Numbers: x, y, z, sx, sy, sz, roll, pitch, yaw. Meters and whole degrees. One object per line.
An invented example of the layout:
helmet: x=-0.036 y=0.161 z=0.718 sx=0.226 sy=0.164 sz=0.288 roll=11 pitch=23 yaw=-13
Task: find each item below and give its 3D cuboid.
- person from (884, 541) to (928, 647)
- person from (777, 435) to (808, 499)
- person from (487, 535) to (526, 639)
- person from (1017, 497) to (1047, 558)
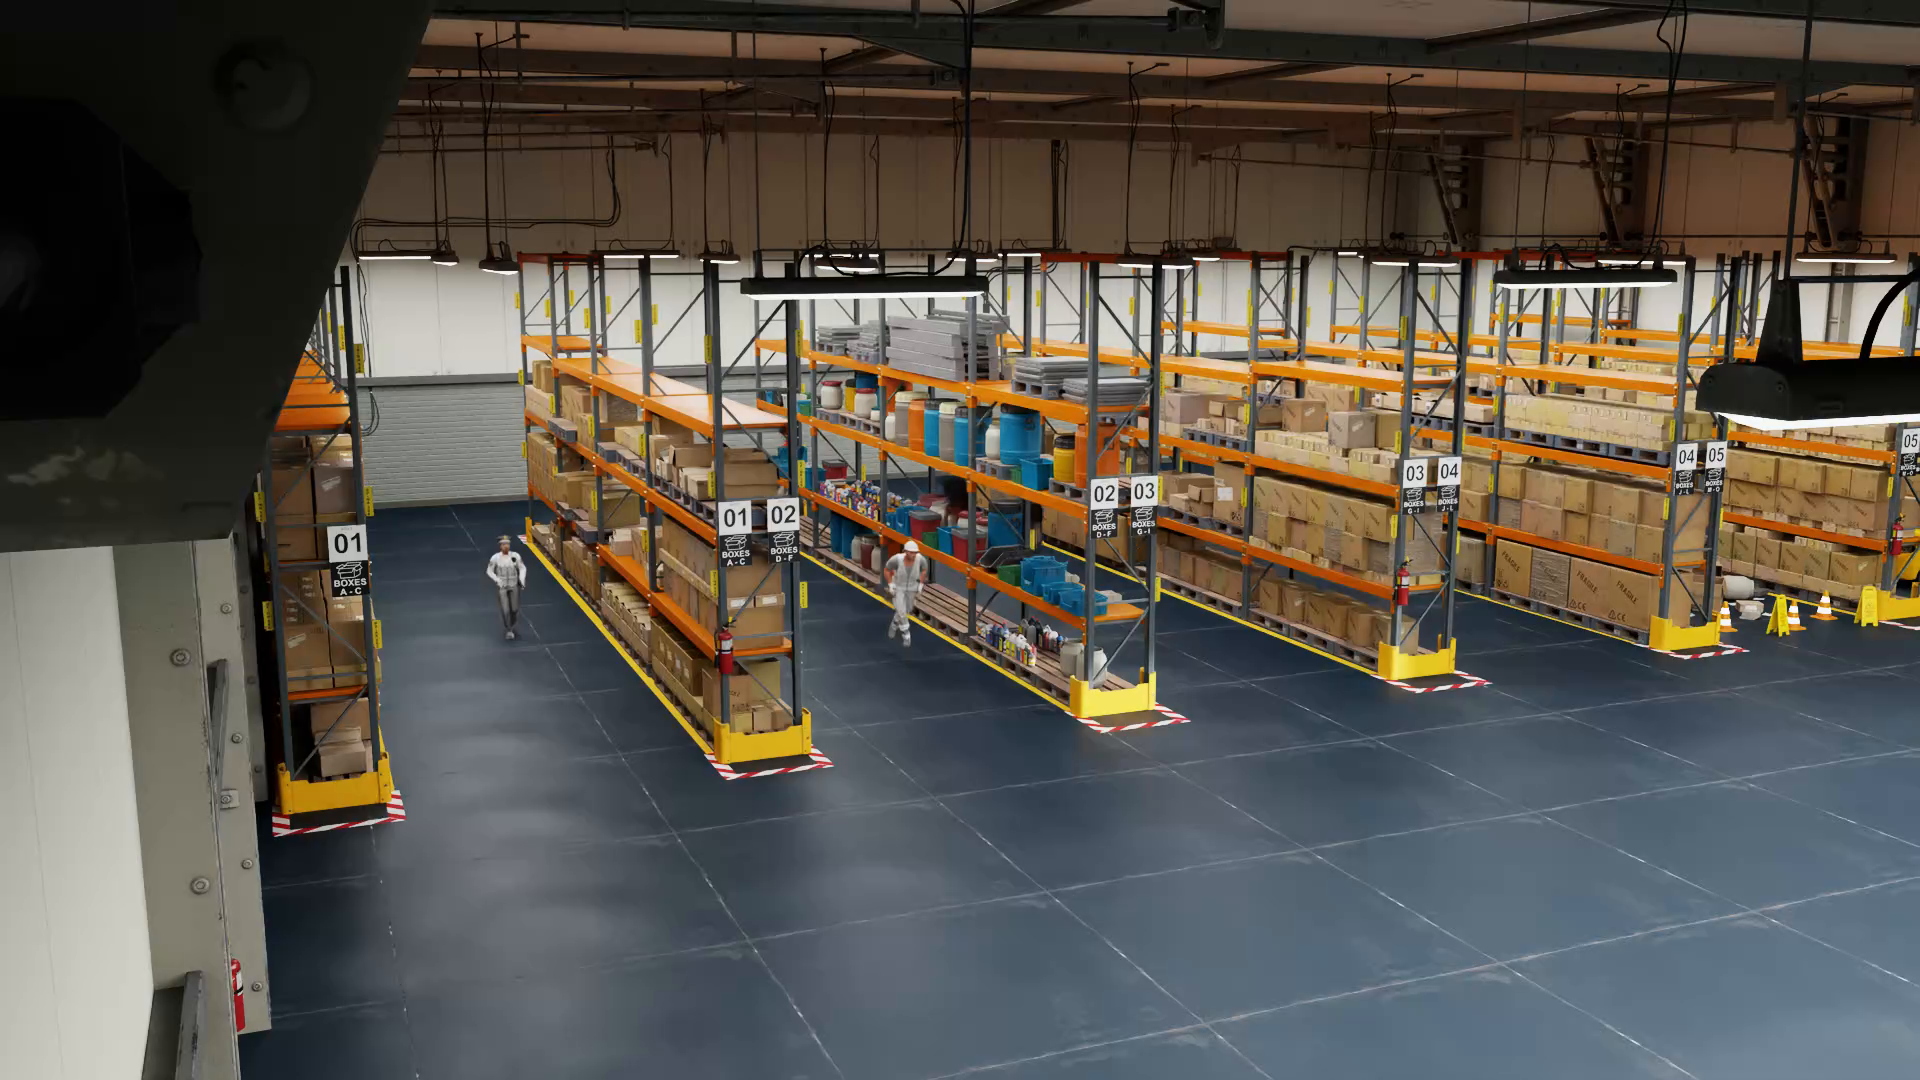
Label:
person: x=-0.832 y=0.759 z=24.907 sx=0.662 sy=1.636 sz=1.023 roll=-4 pitch=11 yaw=-19
person: x=-4.019 y=-1.717 z=39.697 sx=0.778 sy=1.802 sz=0.631 roll=-3 pitch=11 yaw=-14
person: x=-7.210 y=0.735 z=26.492 sx=0.616 sy=1.659 sz=0.531 roll=-4 pitch=11 yaw=-20
person: x=1.381 y=-0.353 z=32.360 sx=0.661 sy=1.682 sz=0.585 roll=-3 pitch=11 yaw=-15
